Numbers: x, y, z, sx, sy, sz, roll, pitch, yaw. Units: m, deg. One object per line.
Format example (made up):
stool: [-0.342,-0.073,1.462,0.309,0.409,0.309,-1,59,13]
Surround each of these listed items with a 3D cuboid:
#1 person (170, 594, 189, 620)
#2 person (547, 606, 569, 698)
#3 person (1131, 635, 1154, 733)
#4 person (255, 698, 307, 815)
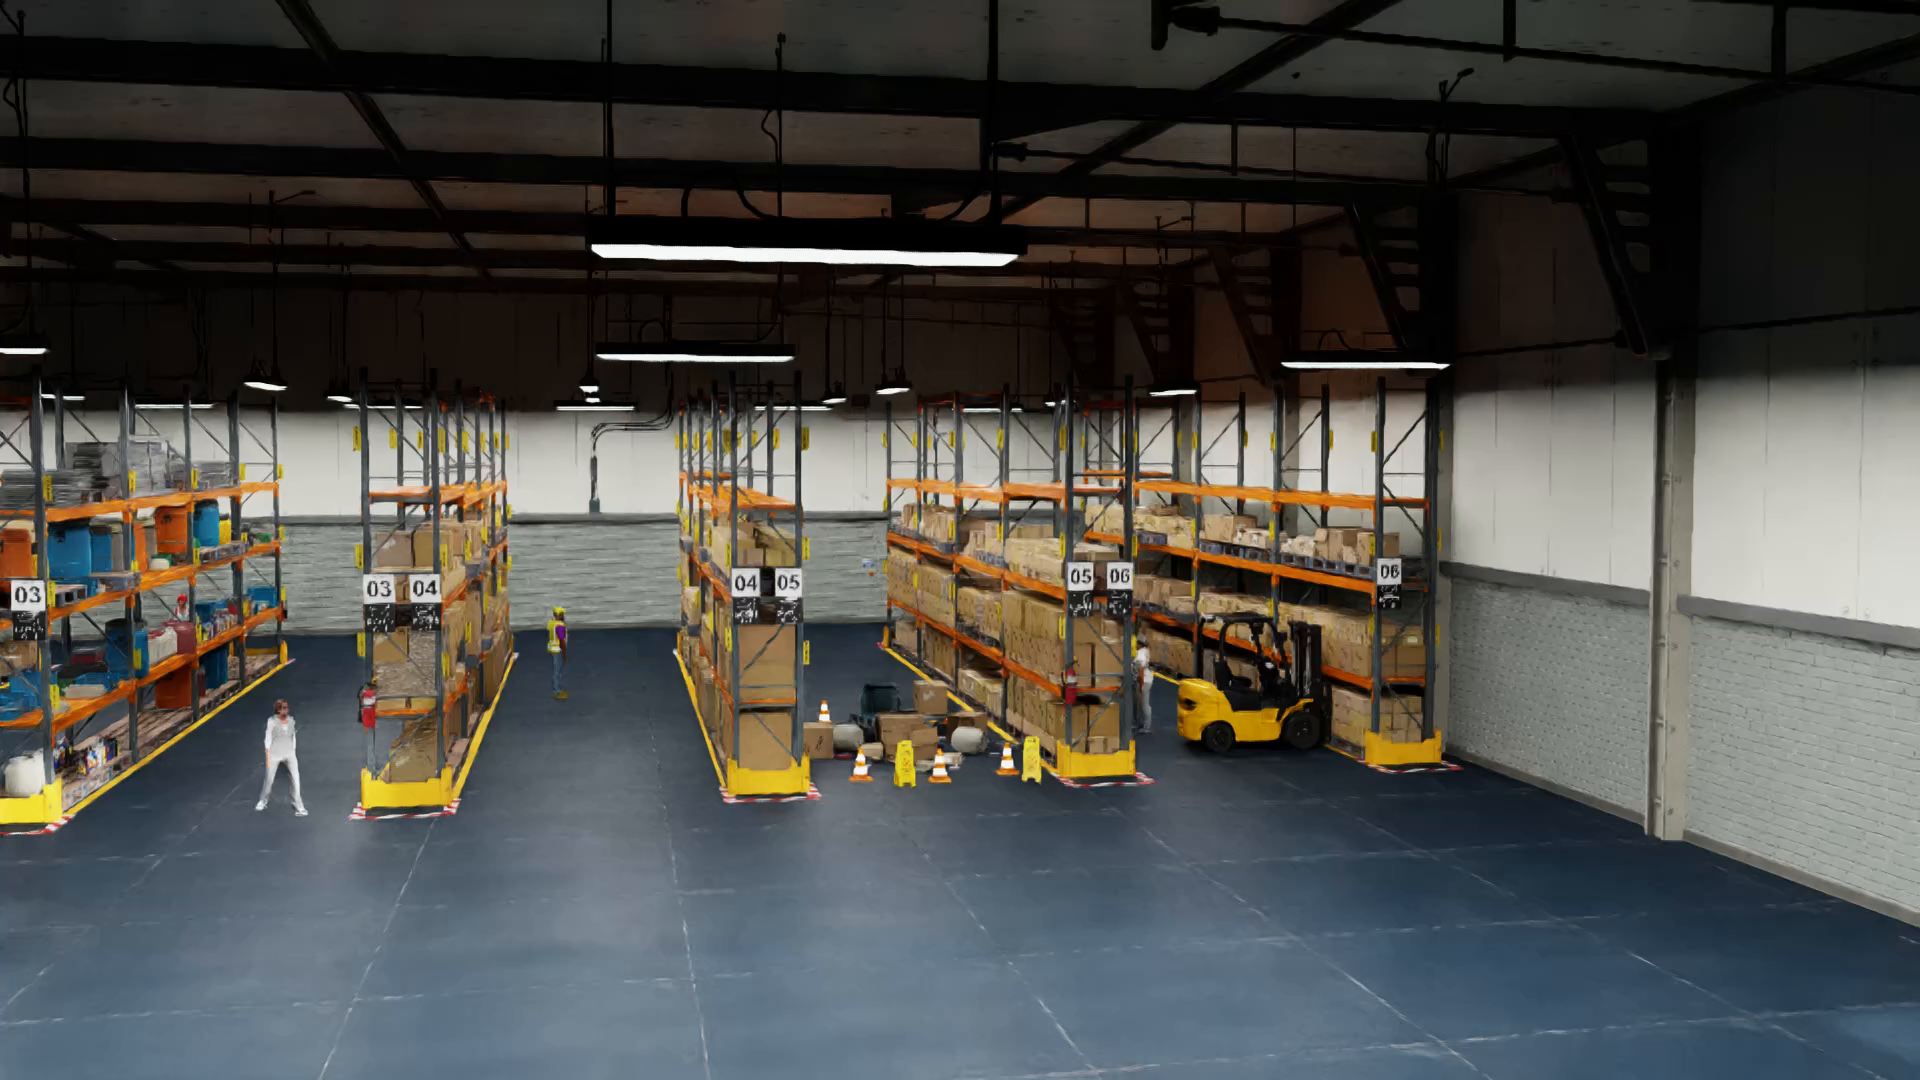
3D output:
person: [-16.708,2.003,35.794,0.553,1.709,1.123,-1,3,-9]
person: [-7.792,2.170,32.419,0.464,1.772,0.645,-2,4,-35]
person: [3.079,2.462,28.651,0.524,1.665,0.569,1,4,14]
person: [-9.113,2.888,22.235,0.480,1.562,0.863,-3,4,-40]
